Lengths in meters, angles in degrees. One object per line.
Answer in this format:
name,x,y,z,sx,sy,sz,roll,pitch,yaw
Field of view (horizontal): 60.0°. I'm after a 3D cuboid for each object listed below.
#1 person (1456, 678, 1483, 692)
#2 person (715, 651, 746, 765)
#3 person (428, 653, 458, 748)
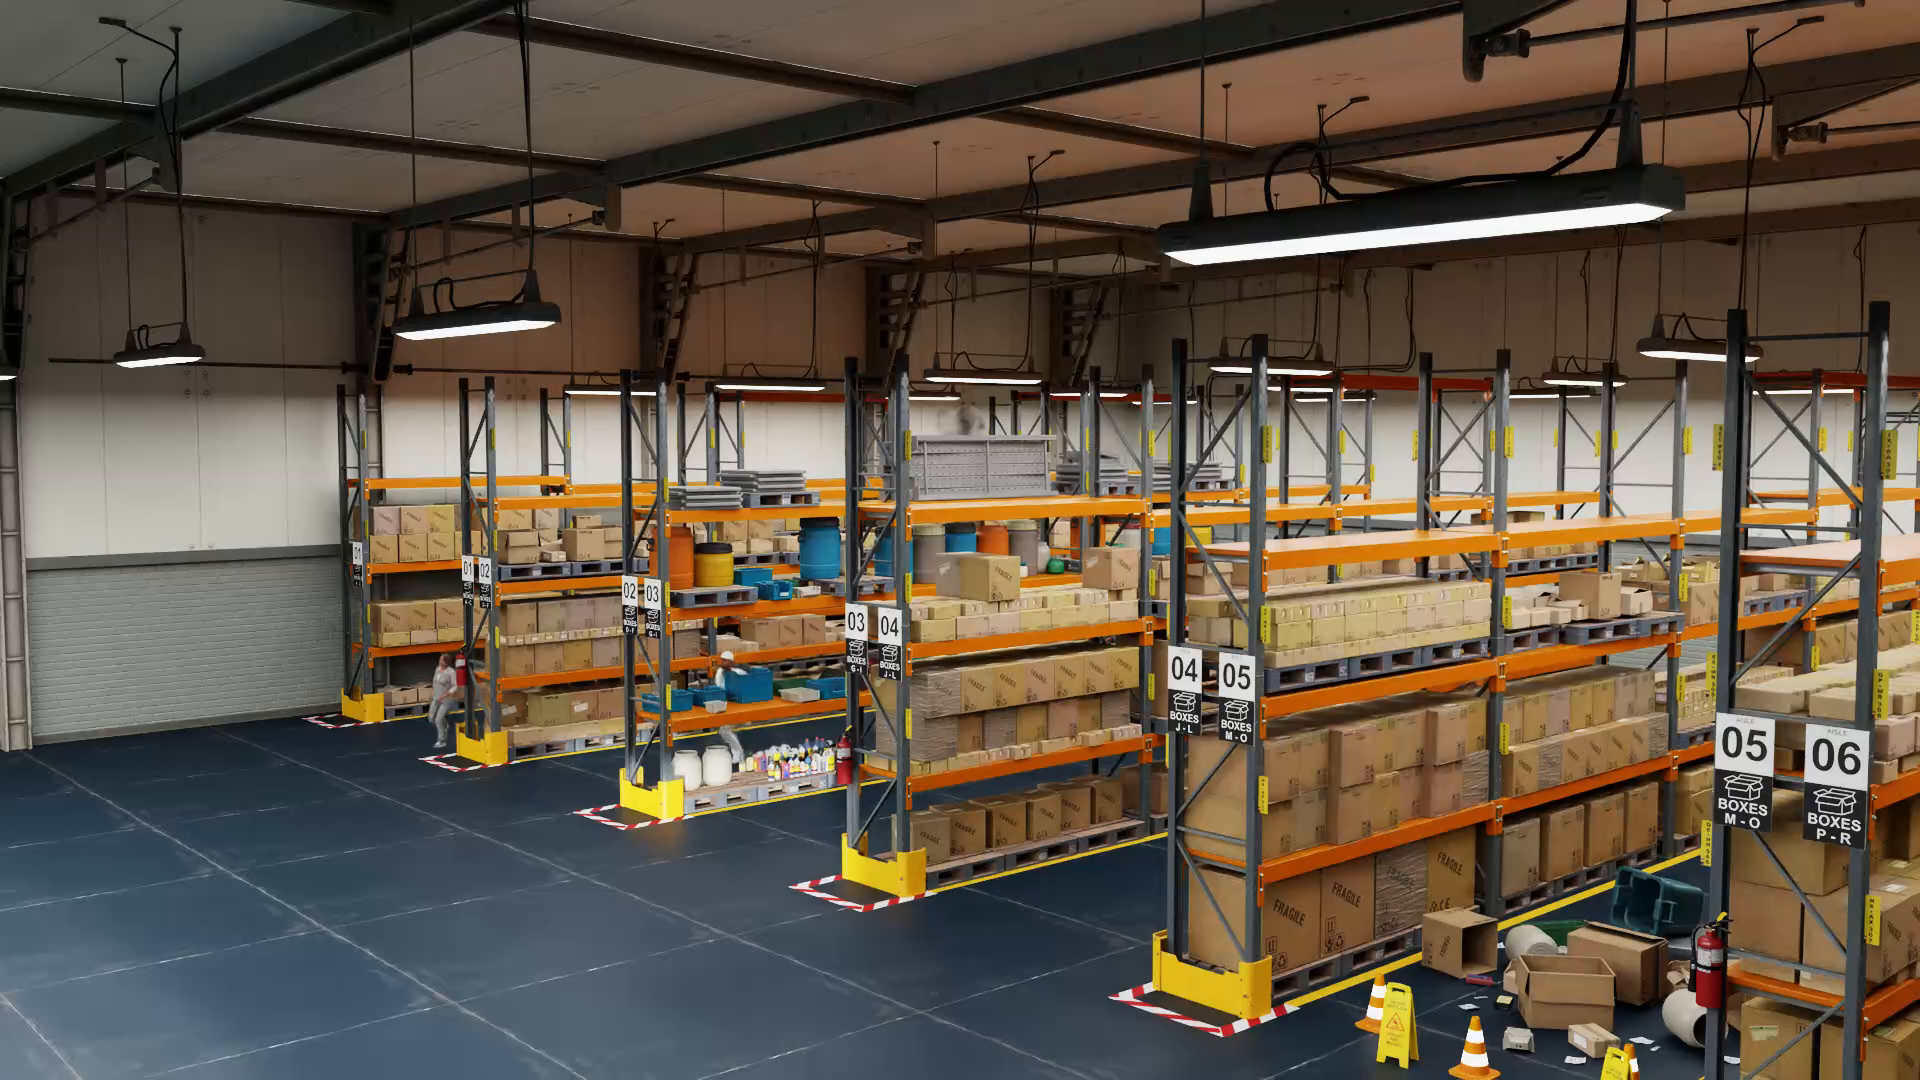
person,7.349,2.715,23.999,0.584,1.743,0.752,-3,5,-37
person,-3.606,2.595,25.708,0.660,1.756,0.656,4,5,44
person,-8.416,2.627,27.171,0.552,1.575,0.530,2,4,22
